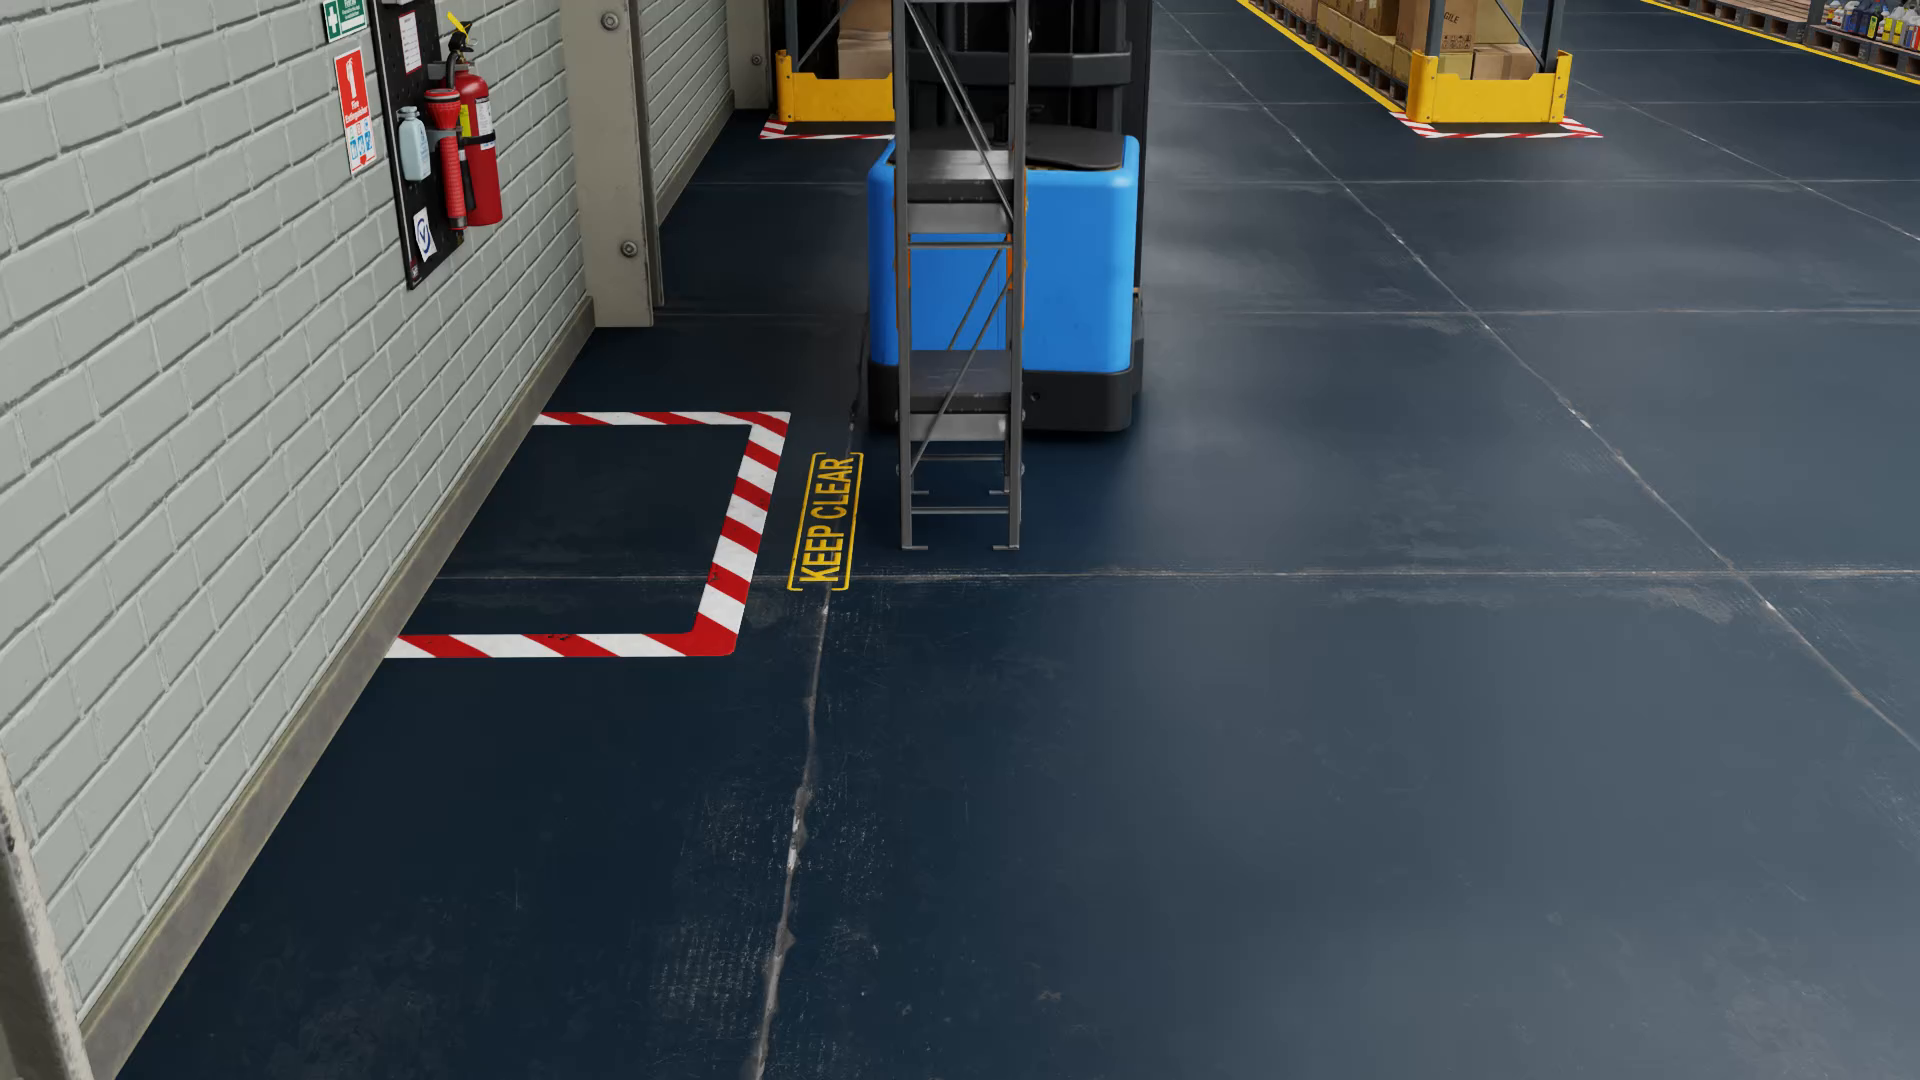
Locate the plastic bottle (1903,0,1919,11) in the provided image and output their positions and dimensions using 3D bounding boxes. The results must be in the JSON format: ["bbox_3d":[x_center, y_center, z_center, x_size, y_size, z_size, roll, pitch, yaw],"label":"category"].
[{"bbox_3d":[9.177,-5.088,16.039,0.144,0.351,0.185,0,24,-1],"label":"plastic bottle"}]

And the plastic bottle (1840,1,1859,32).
[{"bbox_3d":[8.622,-5.052,16.051,0.152,0.276,0.135,1,24,1],"label":"plastic bottle"}]

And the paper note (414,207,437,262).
[{"bbox_3d":[-1.722,-0.985,5.357,0.016,0.148,0.142,0,24,-1],"label":"paper note"}]

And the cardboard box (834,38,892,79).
[{"bbox_3d":[-0.755,-3.927,13.521,0.500,0.311,0.500,-3,25,-7],"label":"cardboard box"}]

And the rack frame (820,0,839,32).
[{"bbox_3d":[-0.881,-6.314,16.071,1.000,3.000,0.127,0,24,-1],"label":"rack frame"}]

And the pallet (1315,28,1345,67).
[{"bbox_3d":[4.039,-4.740,15.973,1.003,0.211,1.213,0,24,-1],"label":"pallet"}]

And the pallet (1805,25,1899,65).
[{"bbox_3d":[8.991,-4.811,16.132,1.003,0.211,1.213,0,24,-1],"label":"pallet"}]

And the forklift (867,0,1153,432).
[{"bbox_3d":[0.305,-2.331,7.346,1.130,2.935,3.031,3,24,6],"label":"forklift"}]

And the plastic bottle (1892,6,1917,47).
[{"bbox_3d":[8.628,-4.688,15.156,0.144,0.351,0.185,1,24,2],"label":"plastic bottle"}]

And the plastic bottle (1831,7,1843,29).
[{"bbox_3d":[8.592,-5.109,16.268,0.097,0.201,0.097,0,24,0],"label":"plastic bottle"}]

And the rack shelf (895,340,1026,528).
[{"bbox_3d":[-0.002,-0.375,5.762,0.431,0.518,0.480,0,24,-1],"label":"rack shelf"}]

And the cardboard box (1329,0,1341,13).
[{"bbox_3d":[3.778,-5.220,15.568,0.500,0.500,0.500,0,24,-1],"label":"cardboard box"}]

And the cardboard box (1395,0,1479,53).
[{"bbox_3d":[3.813,-4.190,13.291,0.500,0.500,0.500,0,24,-1],"label":"cardboard box"}]

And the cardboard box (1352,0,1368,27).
[{"bbox_3d":[3.783,-4.808,14.657,0.500,0.500,0.500,0,24,-1],"label":"cardboard box"}]

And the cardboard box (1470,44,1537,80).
[{"bbox_3d":[4.333,-3.850,13.450,0.500,0.250,0.500,0,24,-1],"label":"cardboard box"}]

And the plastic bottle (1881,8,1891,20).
[{"bbox_3d":[8.661,-4.843,15.596,0.097,0.271,0.097,0,24,0],"label":"plastic bottle"}]

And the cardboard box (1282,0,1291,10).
[{"bbox_3d":[3.769,-5.865,17.906,0.500,0.250,0.500,0,24,1],"label":"cardboard box"}]

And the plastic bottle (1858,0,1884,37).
[{"bbox_3d":[8.622,-4.940,15.713,0.144,0.351,0.185,-1,24,-3],"label":"plastic bottle"}]

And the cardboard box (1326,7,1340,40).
[{"bbox_3d":[3.775,-4.878,15.723,0.500,0.250,0.500,0,24,-1],"label":"cardboard box"}]

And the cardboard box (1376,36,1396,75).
[{"bbox_3d":[3.798,-4.054,13.900,0.500,0.250,0.500,0,24,-1],"label":"cardboard box"}]

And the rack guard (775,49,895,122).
[{"bbox_3d":[-0.838,-3.558,13.011,1.175,0.500,0.348,0,24,-1],"label":"rack guard"}]

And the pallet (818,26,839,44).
[{"bbox_3d":[-0.838,-4.767,16.034,1.003,0.211,1.213,0,24,-1],"label":"pallet"}]

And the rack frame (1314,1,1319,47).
[{"bbox_3d":[4.073,-6.338,16.124,1.000,3.000,0.127,0,24,-1],"label":"rack frame"}]

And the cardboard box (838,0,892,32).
[{"bbox_3d":[-0.719,-4.550,14.671,0.700,0.500,0.500,-2,24,-4],"label":"cardboard box"}]

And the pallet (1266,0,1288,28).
[{"bbox_3d":[4.009,-5.875,18.483,1.003,0.211,1.213,0,24,-1],"label":"pallet"}]

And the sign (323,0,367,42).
[{"bbox_3d":[-1.744,-1.491,4.720,0.001,0.109,0.331,0,24,-1],"label":"sign"}]

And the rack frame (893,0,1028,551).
[{"bbox_3d":[0.001,-0.924,5.246,0.400,2.100,0.015,0,24,-1],"label":"rack frame"}]

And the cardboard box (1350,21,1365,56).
[{"bbox_3d":[3.787,-4.466,14.812,0.500,0.250,0.500,0,24,-1],"label":"cardboard box"}]

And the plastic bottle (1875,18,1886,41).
[{"bbox_3d":[8.601,-4.755,15.486,0.097,0.201,0.097,0,24,0],"label":"plastic bottle"}]

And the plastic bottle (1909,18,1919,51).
[{"bbox_3d":[8.636,-4.529,14.895,0.152,0.276,0.135,0,24,0],"label":"plastic bottle"}]

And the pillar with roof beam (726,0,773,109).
[{"bbox_3d":[2.595,-7.703,11.862,9.100,9.000,0.400,0,24,-1],"label":"pillar with roof beam"}]

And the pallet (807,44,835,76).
[{"bbox_3d":[-0.822,-4.263,14.920,1.003,0.211,1.213,0,24,-1],"label":"pallet"}]

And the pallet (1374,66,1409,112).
[{"bbox_3d":[4.066,-3.734,13.750,1.003,0.211,1.213,0,24,-1],"label":"pallet"}]

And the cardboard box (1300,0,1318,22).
[{"bbox_3d":[3.778,-5.446,16.979,0.500,0.250,0.500,0,24,-1],"label":"cardboard box"}]

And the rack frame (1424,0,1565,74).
[{"bbox_3d":[4.116,-4.690,12.479,1.000,3.000,0.127,0,24,-1],"label":"rack frame"}]

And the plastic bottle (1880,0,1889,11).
[{"bbox_3d":[8.764,-5.018,15.887,0.144,0.351,0.185,0,24,-1],"label":"plastic bottle"}]

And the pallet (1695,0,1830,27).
[{"bbox_3d":[8.962,-5.916,18.574,1.003,0.211,1.213,0,24,-1],"label":"pallet"}]

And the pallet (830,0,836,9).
[{"bbox_3d":[-0.907,-5.868,18.469,1.003,0.211,1.213,0,24,-1],"label":"pallet"}]

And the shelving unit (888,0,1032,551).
[{"bbox_3d":[-0.002,-1.025,5.468,0.431,2.100,0.503,0,24,-1],"label":"shelving unit"}]
